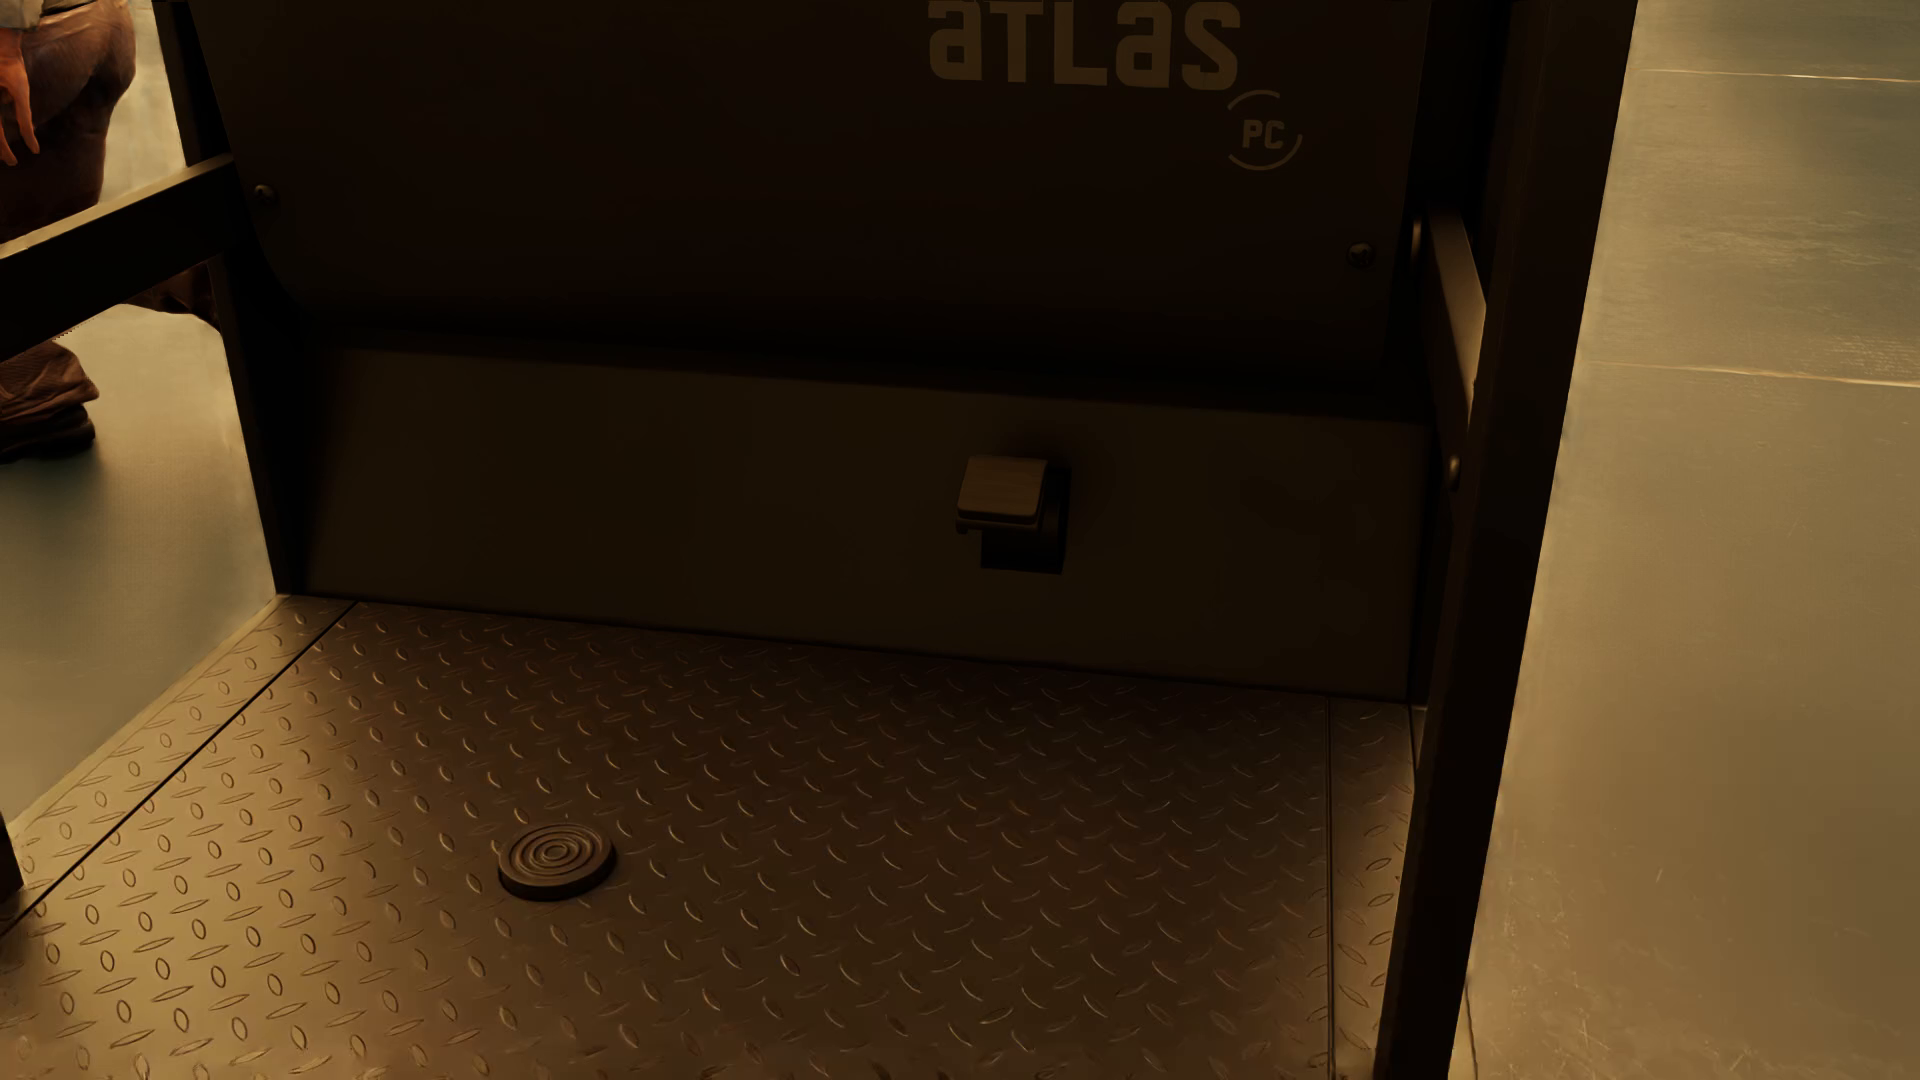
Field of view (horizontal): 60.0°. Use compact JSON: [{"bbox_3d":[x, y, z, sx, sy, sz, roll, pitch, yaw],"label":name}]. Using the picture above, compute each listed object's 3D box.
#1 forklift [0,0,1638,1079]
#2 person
[{"bbox_3d":[-0.165,-0.801,0.834,1.130,2.935,3.031,5,27,10],"label":"forklift"},{"bbox_3d":[-1.474,-0.796,2.460,0.806,1.503,0.627,-3,27,-6],"label":"person"}]
